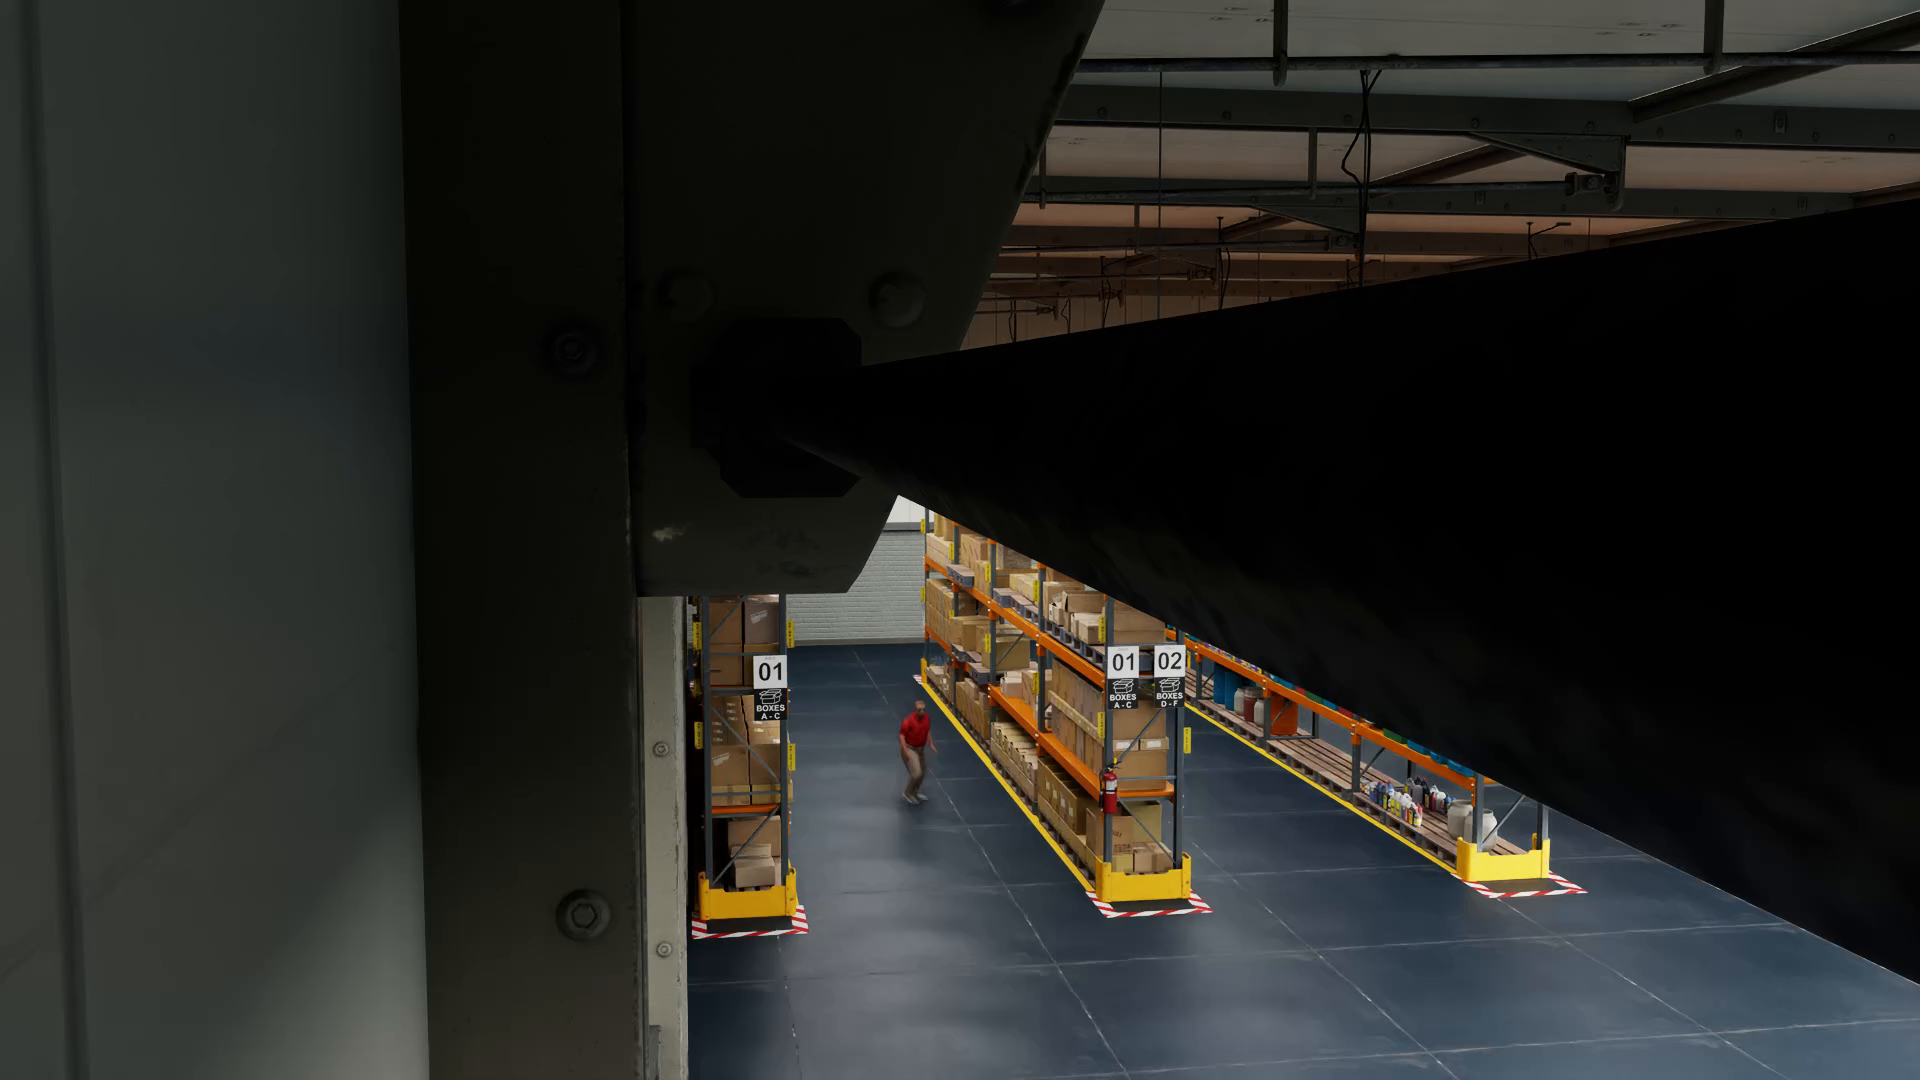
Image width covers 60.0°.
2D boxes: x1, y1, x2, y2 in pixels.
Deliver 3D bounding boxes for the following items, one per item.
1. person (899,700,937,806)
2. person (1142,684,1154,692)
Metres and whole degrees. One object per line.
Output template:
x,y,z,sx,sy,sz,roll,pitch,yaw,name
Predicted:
-0.695,3.258,25.661,0.589,1.660,0.671,4,6,39,person
3.784,2.606,32.536,0.702,1.742,0.694,0,5,-2,person
